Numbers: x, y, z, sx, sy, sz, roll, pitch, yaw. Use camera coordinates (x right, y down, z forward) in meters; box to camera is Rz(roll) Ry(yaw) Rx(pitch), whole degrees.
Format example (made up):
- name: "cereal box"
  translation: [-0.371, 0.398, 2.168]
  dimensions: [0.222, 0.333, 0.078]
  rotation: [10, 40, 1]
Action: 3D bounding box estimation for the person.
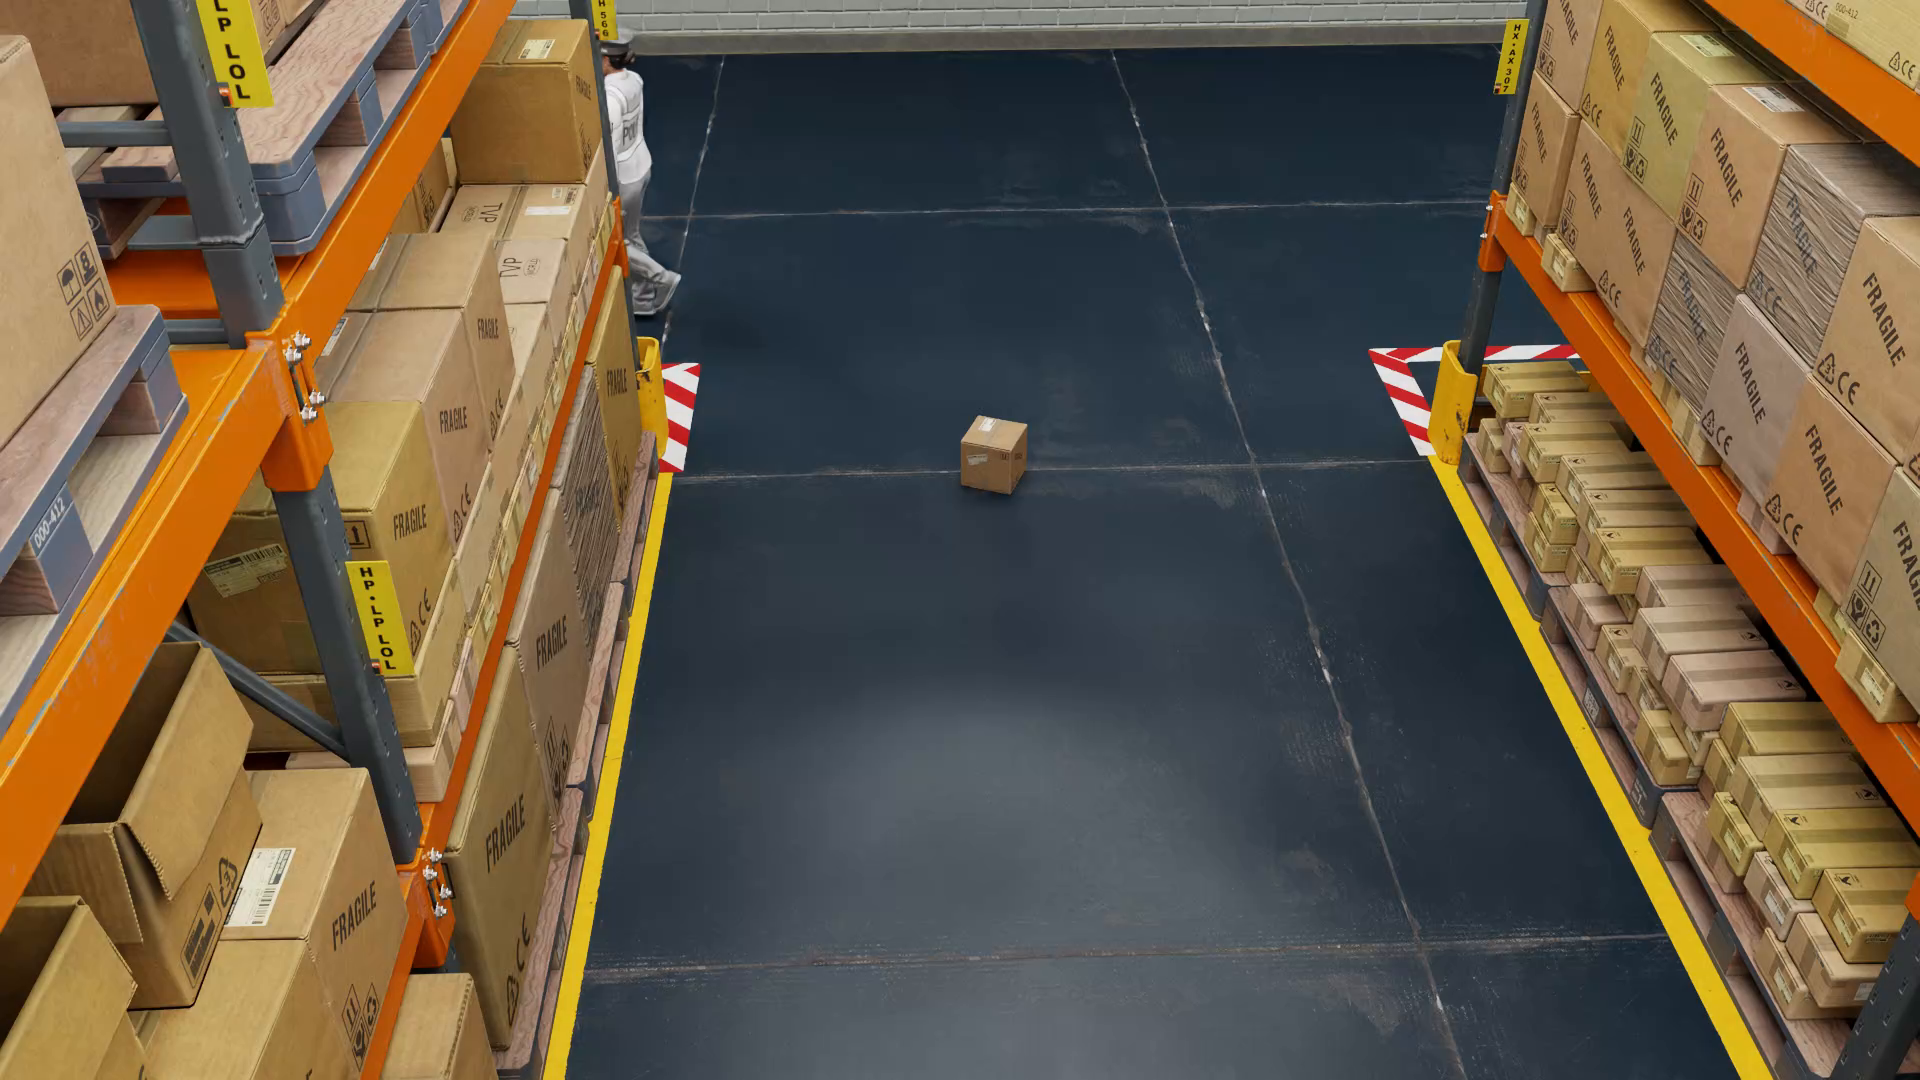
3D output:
- name: "person"
  translation: [-1.753, -1.900, 8.769]
  dimensions: [0.485, 1.660, 0.521]
  rotation: [5, 36, 7]
